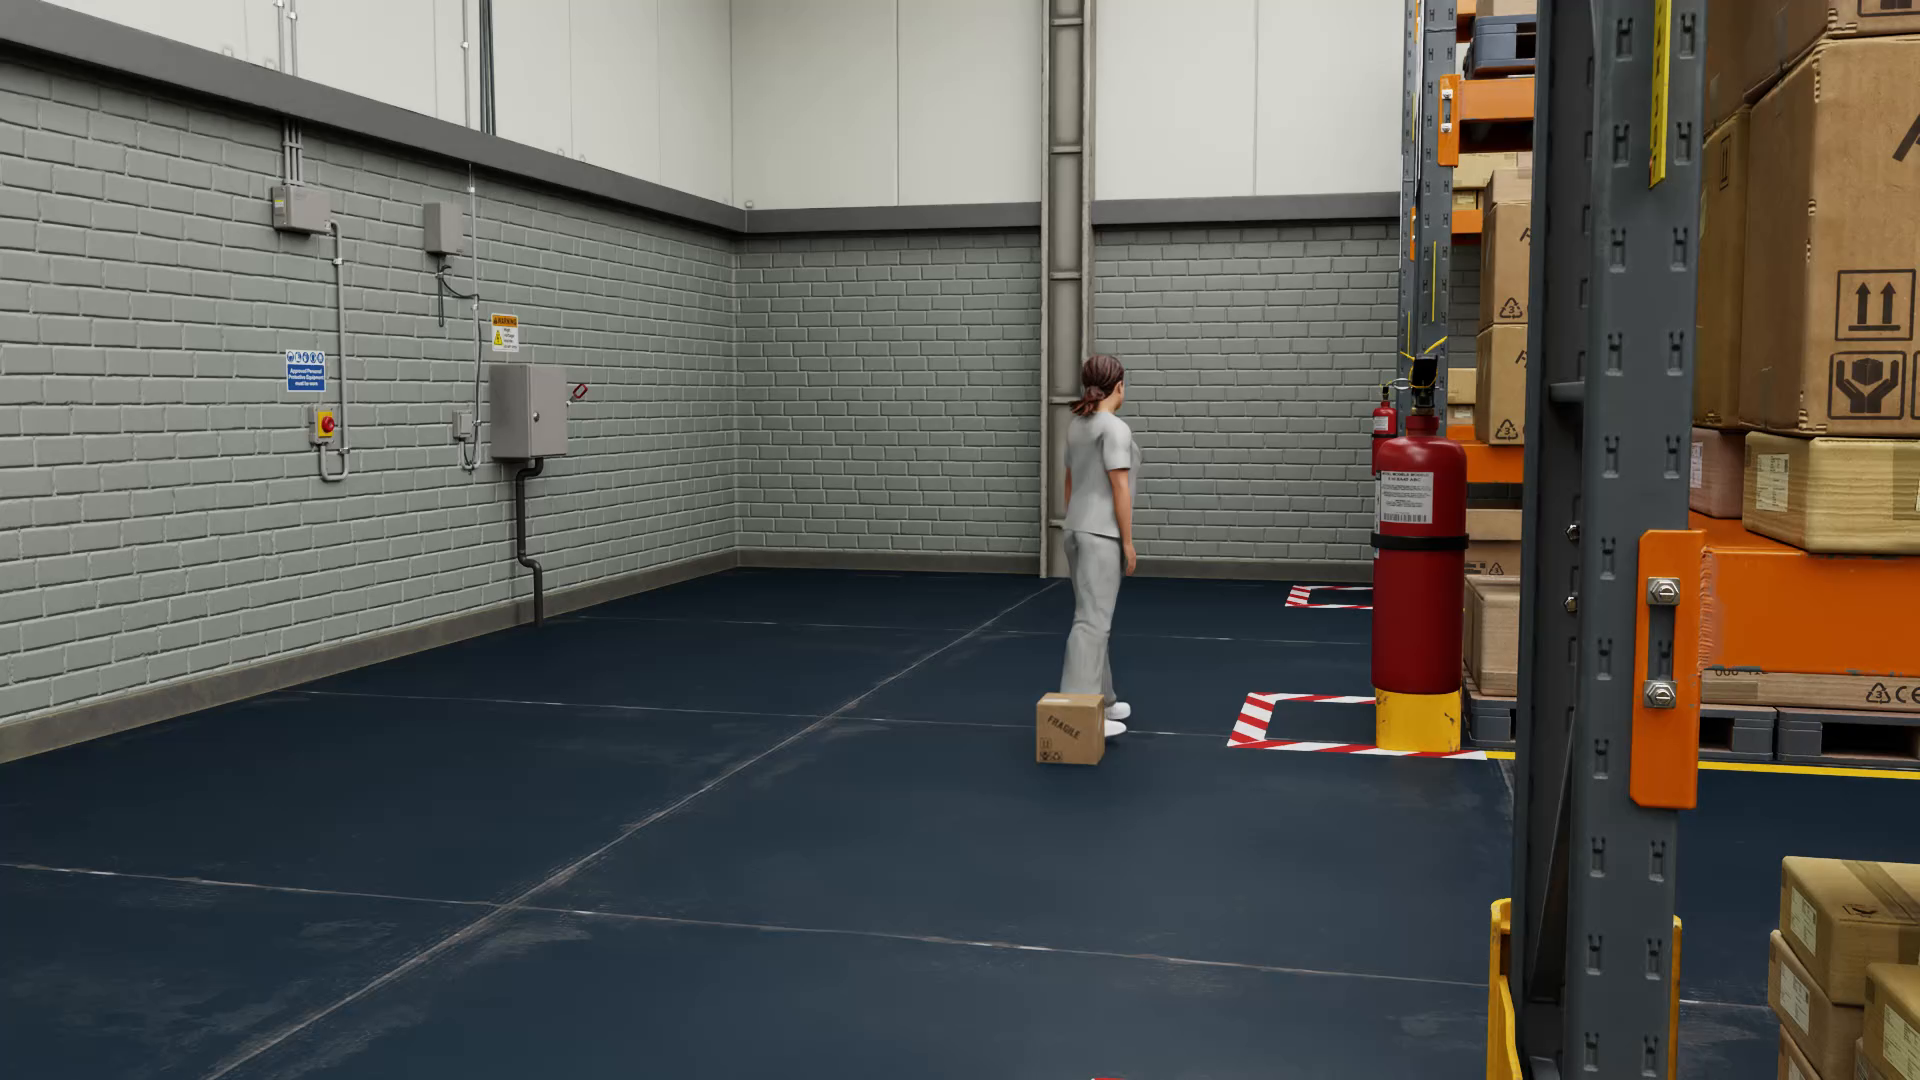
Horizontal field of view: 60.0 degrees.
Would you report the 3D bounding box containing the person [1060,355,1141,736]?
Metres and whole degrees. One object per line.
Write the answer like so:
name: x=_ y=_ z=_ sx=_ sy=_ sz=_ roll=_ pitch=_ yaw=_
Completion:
person: x=0.636 y=0.016 z=7.389 sx=0.514 sy=1.670 sz=0.498 roll=-2 pitch=5 yaw=-23
